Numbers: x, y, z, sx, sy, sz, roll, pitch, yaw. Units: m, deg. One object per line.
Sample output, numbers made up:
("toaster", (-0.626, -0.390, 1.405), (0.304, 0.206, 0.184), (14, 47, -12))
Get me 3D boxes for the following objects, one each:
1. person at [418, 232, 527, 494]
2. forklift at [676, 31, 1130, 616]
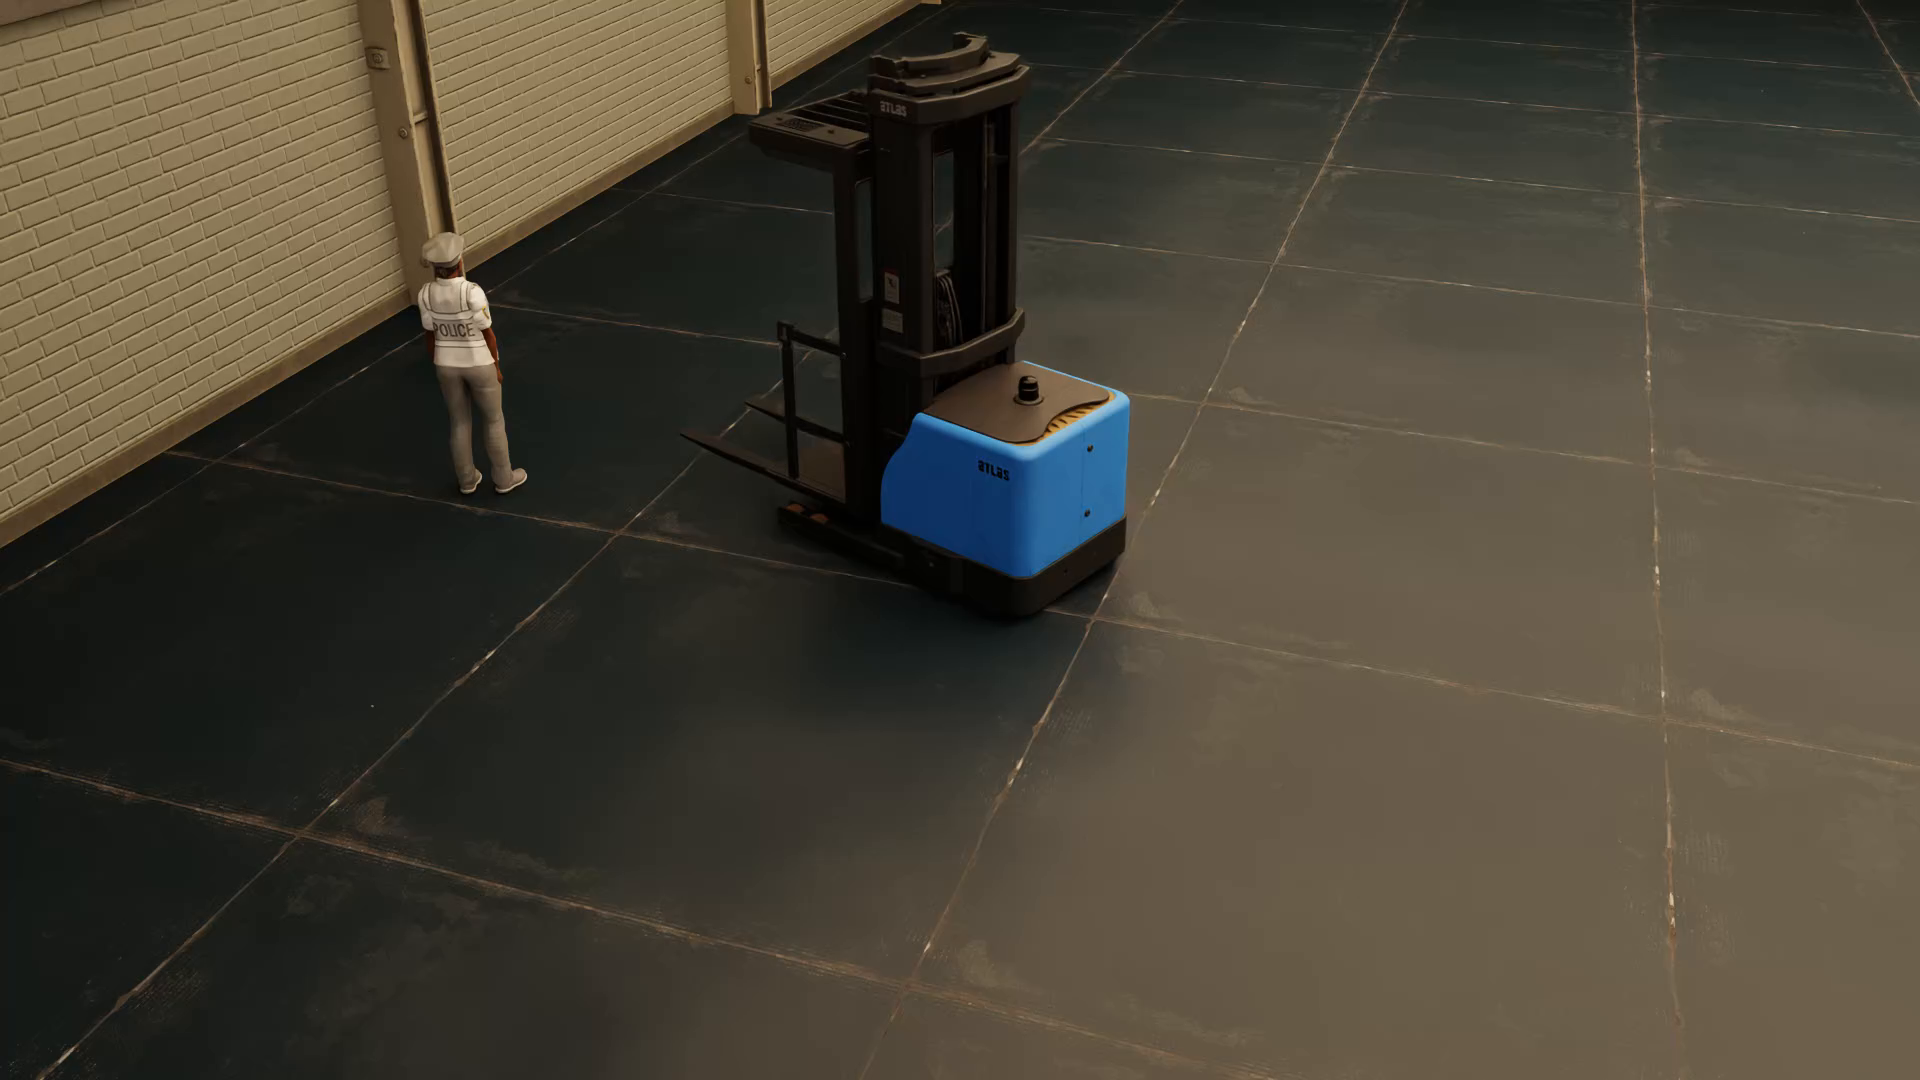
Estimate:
("person", (-3.038, -1.078, 10.284), (0.448, 1.694, 0.351), (2, 30, 3))
("forklift", (-0.483, -1.446, 9.673), (3.031, 2.935, 1.130), (22, 36, 34))
